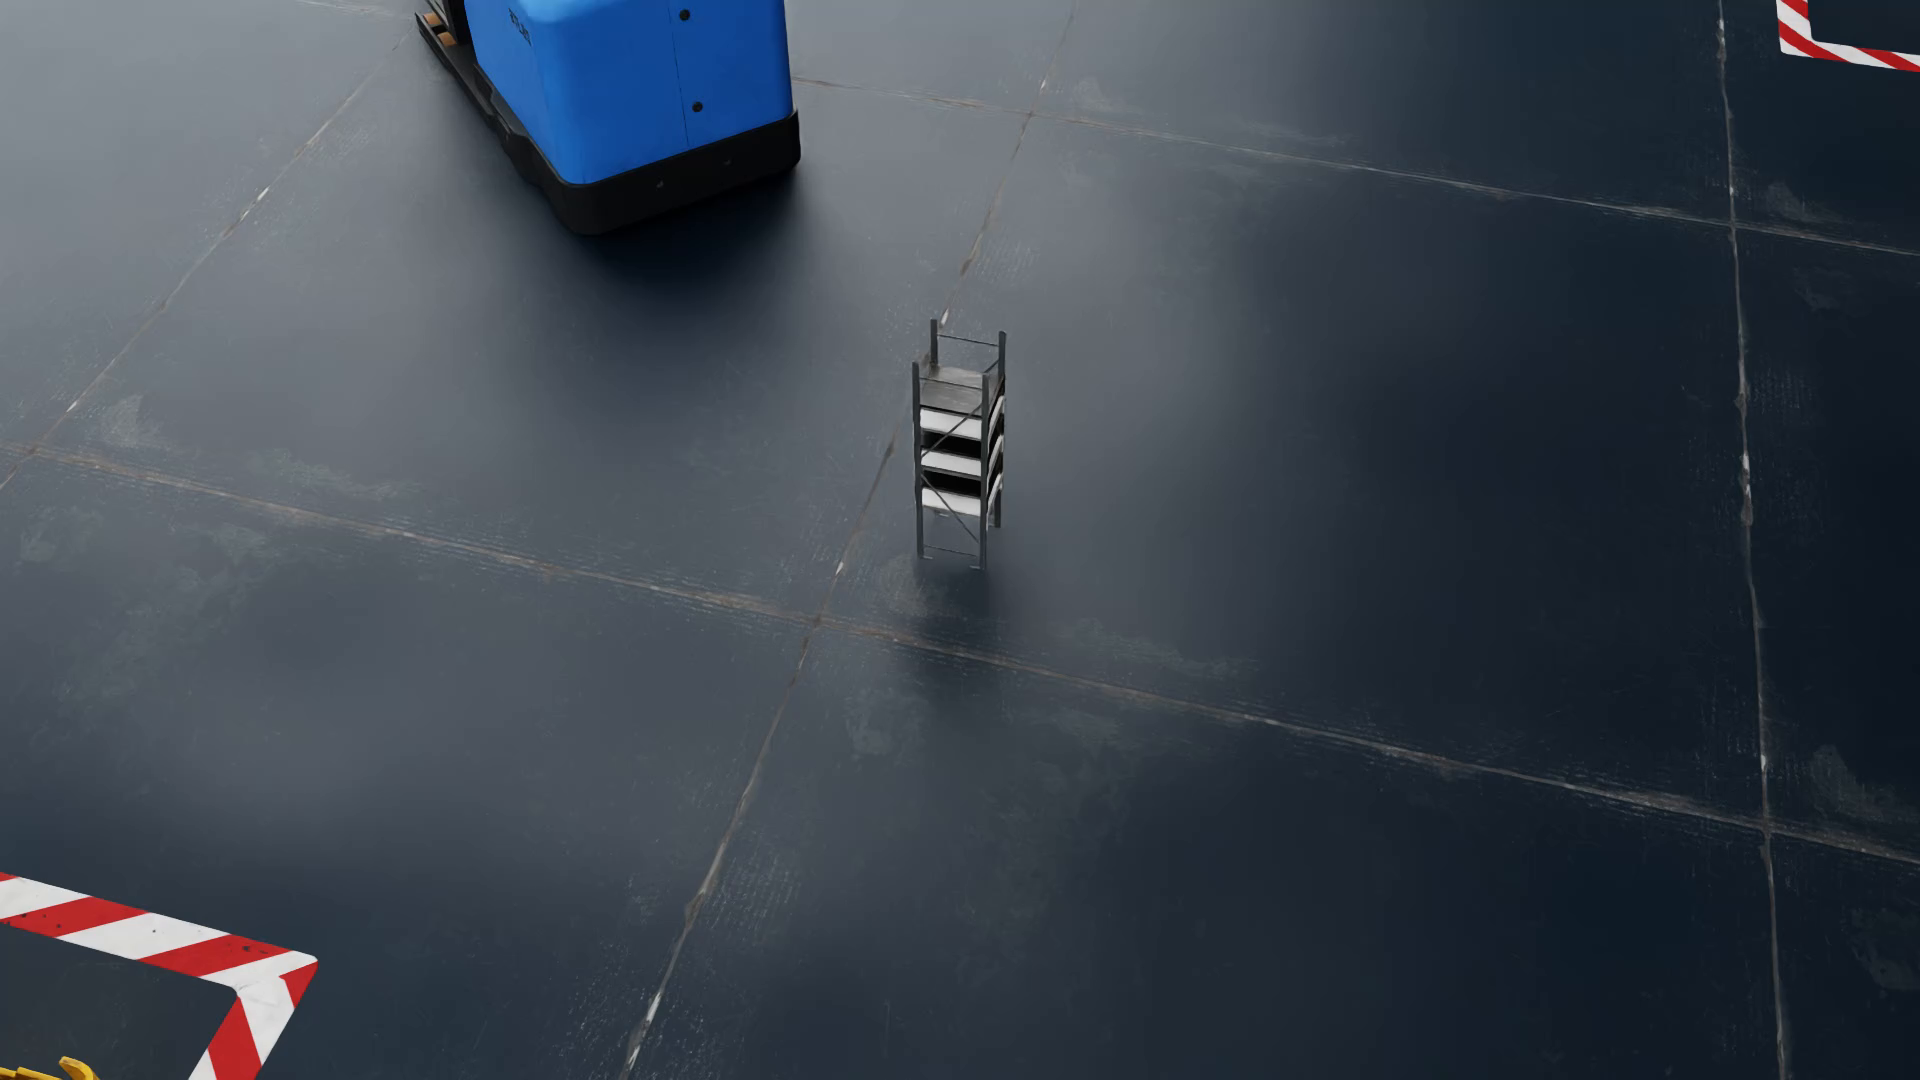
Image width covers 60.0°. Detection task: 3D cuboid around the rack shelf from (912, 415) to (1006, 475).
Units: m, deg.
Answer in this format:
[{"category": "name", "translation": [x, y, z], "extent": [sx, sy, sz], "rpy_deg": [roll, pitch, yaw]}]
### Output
[{"category": "rack shelf", "translation": [-0.002, -0.329, 5.365], "extent": [0.258, 0.077, 0.200], "rpy_deg": [12, 50, 10]}]

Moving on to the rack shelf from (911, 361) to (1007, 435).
[{"category": "rack shelf", "translation": [-0.002, -0.449, 5.230], "extent": [0.258, 0.077, 0.200], "rpy_deg": [12, 50, 10]}]

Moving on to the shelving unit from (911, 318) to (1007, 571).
[{"category": "shelving unit", "translation": [-0.002, -0.292, 5.407], "extent": [0.258, 0.900, 0.210], "rpy_deg": [12, 50, 10]}]

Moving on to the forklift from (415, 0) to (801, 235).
[{"category": "forklift", "translation": [-1.867, -3.304, 6.711], "extent": [1.130, 2.935, 3.031], "rpy_deg": [-24, 53, -20]}]

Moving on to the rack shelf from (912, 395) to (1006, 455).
[{"category": "rack shelf", "translation": [-0.002, -0.389, 5.297], "extent": [0.258, 0.077, 0.200], "rpy_deg": [12, 50, 10]}]

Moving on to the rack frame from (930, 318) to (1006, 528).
[{"category": "rack frame", "translation": [0.025, -0.365, 5.472], "extent": [0.240, 0.900, 0.006], "rpy_deg": [12, 50, 10]}]

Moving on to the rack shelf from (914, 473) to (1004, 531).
[{"category": "rack shelf", "translation": [-0.002, -0.151, 5.567], "extent": [0.258, 0.077, 0.200], "rpy_deg": [12, 50, 10]}]

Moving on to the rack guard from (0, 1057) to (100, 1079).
[{"category": "rack guard", "translation": [-2.651, 1.437, 4.149], "extent": [1.175, 0.500, 0.348], "rpy_deg": [12, 50, 10]}]

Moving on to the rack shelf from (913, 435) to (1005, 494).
[{"category": "rack shelf", "translation": [-0.002, -0.270, 5.432], "extent": [0.258, 0.077, 0.200], "rpy_deg": [12, 50, 10]}]

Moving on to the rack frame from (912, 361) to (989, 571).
[{"category": "rack frame", "translation": [-0.029, -0.218, 5.343], "extent": [0.240, 0.900, 0.006], "rpy_deg": [12, 50, 10]}]

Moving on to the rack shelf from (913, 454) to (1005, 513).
[{"category": "rack shelf", "translation": [-0.002, -0.210, 5.500], "extent": [0.258, 0.077, 0.200], "rpy_deg": [12, 50, 10]}]
